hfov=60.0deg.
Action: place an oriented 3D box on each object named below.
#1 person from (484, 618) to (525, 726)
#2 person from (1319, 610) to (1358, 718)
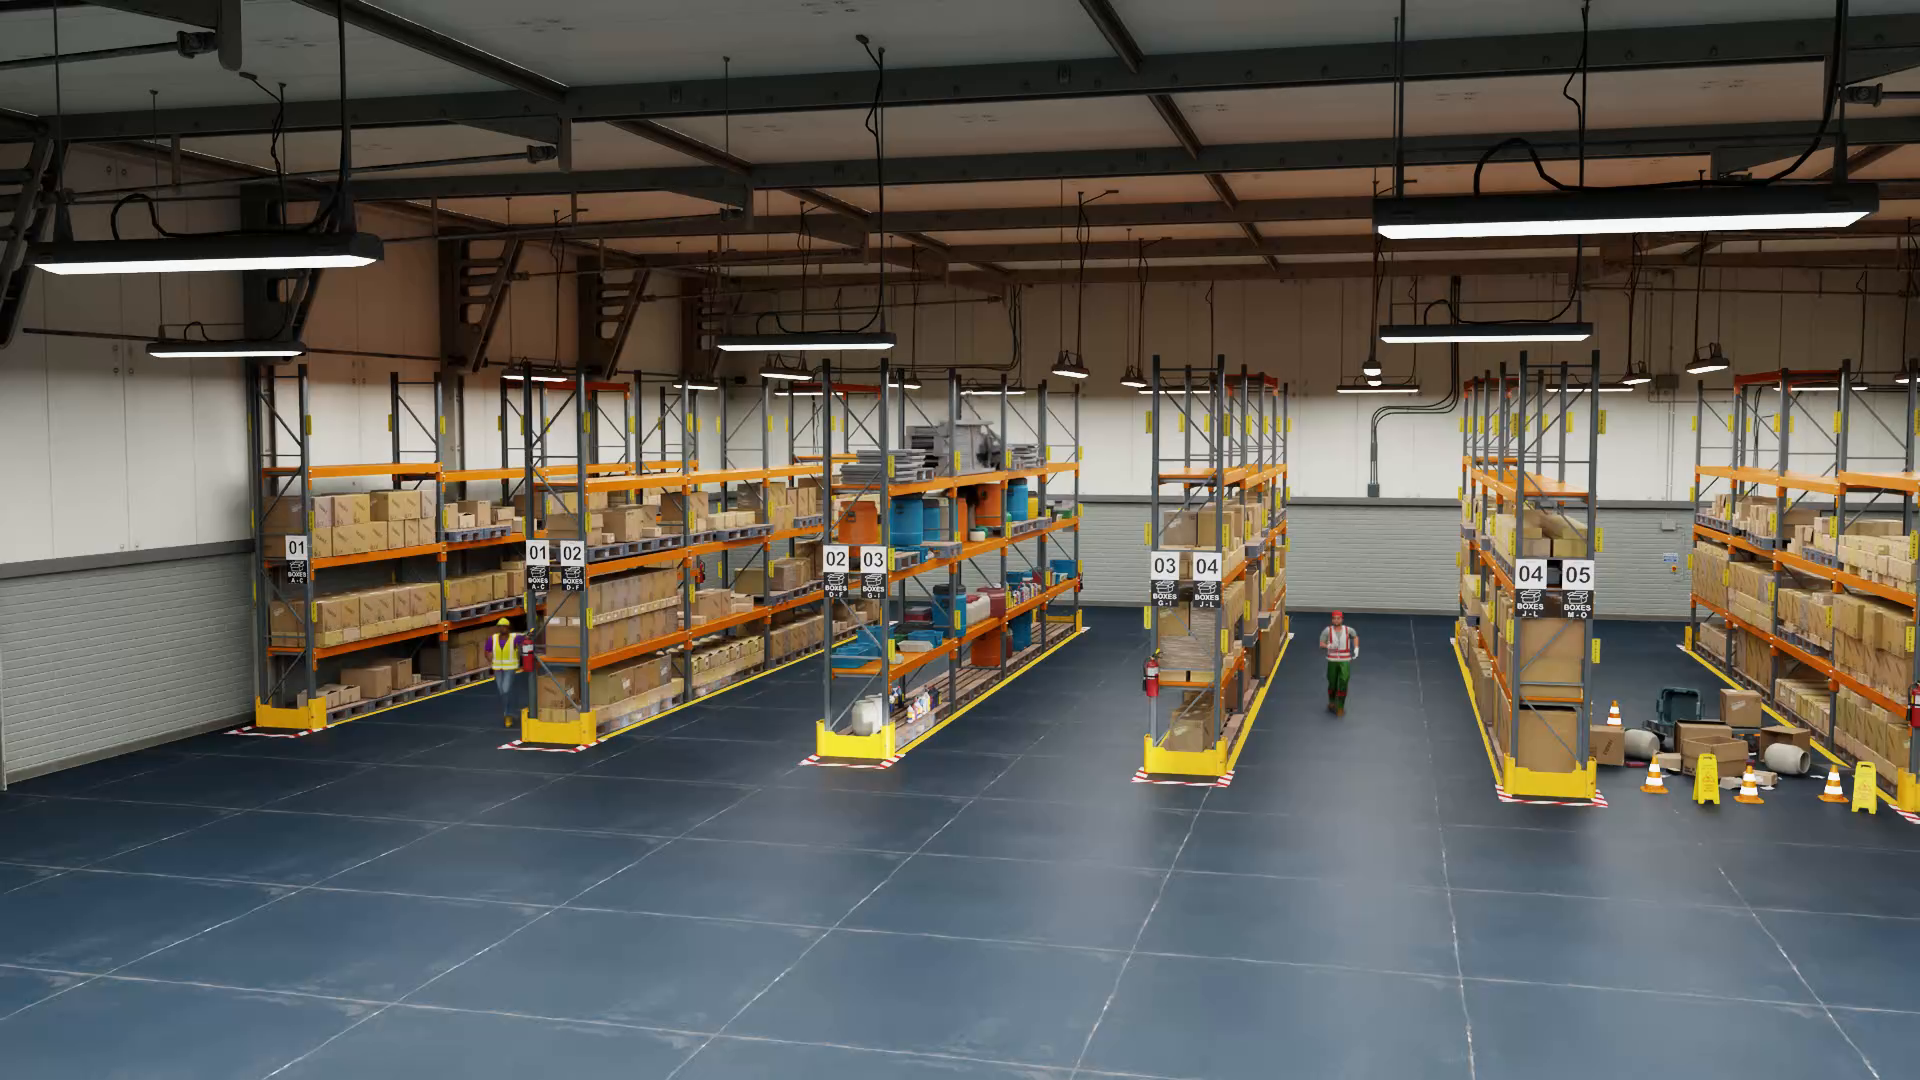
[{"bbox_3d":[-7.648,2.213,27.898,0.680,1.824,0.757,1,4,7],"label":"person"},{"bbox_3d":[6.573,2.127,28.879,0.669,1.812,0.893,1,4,13],"label":"person"}]
